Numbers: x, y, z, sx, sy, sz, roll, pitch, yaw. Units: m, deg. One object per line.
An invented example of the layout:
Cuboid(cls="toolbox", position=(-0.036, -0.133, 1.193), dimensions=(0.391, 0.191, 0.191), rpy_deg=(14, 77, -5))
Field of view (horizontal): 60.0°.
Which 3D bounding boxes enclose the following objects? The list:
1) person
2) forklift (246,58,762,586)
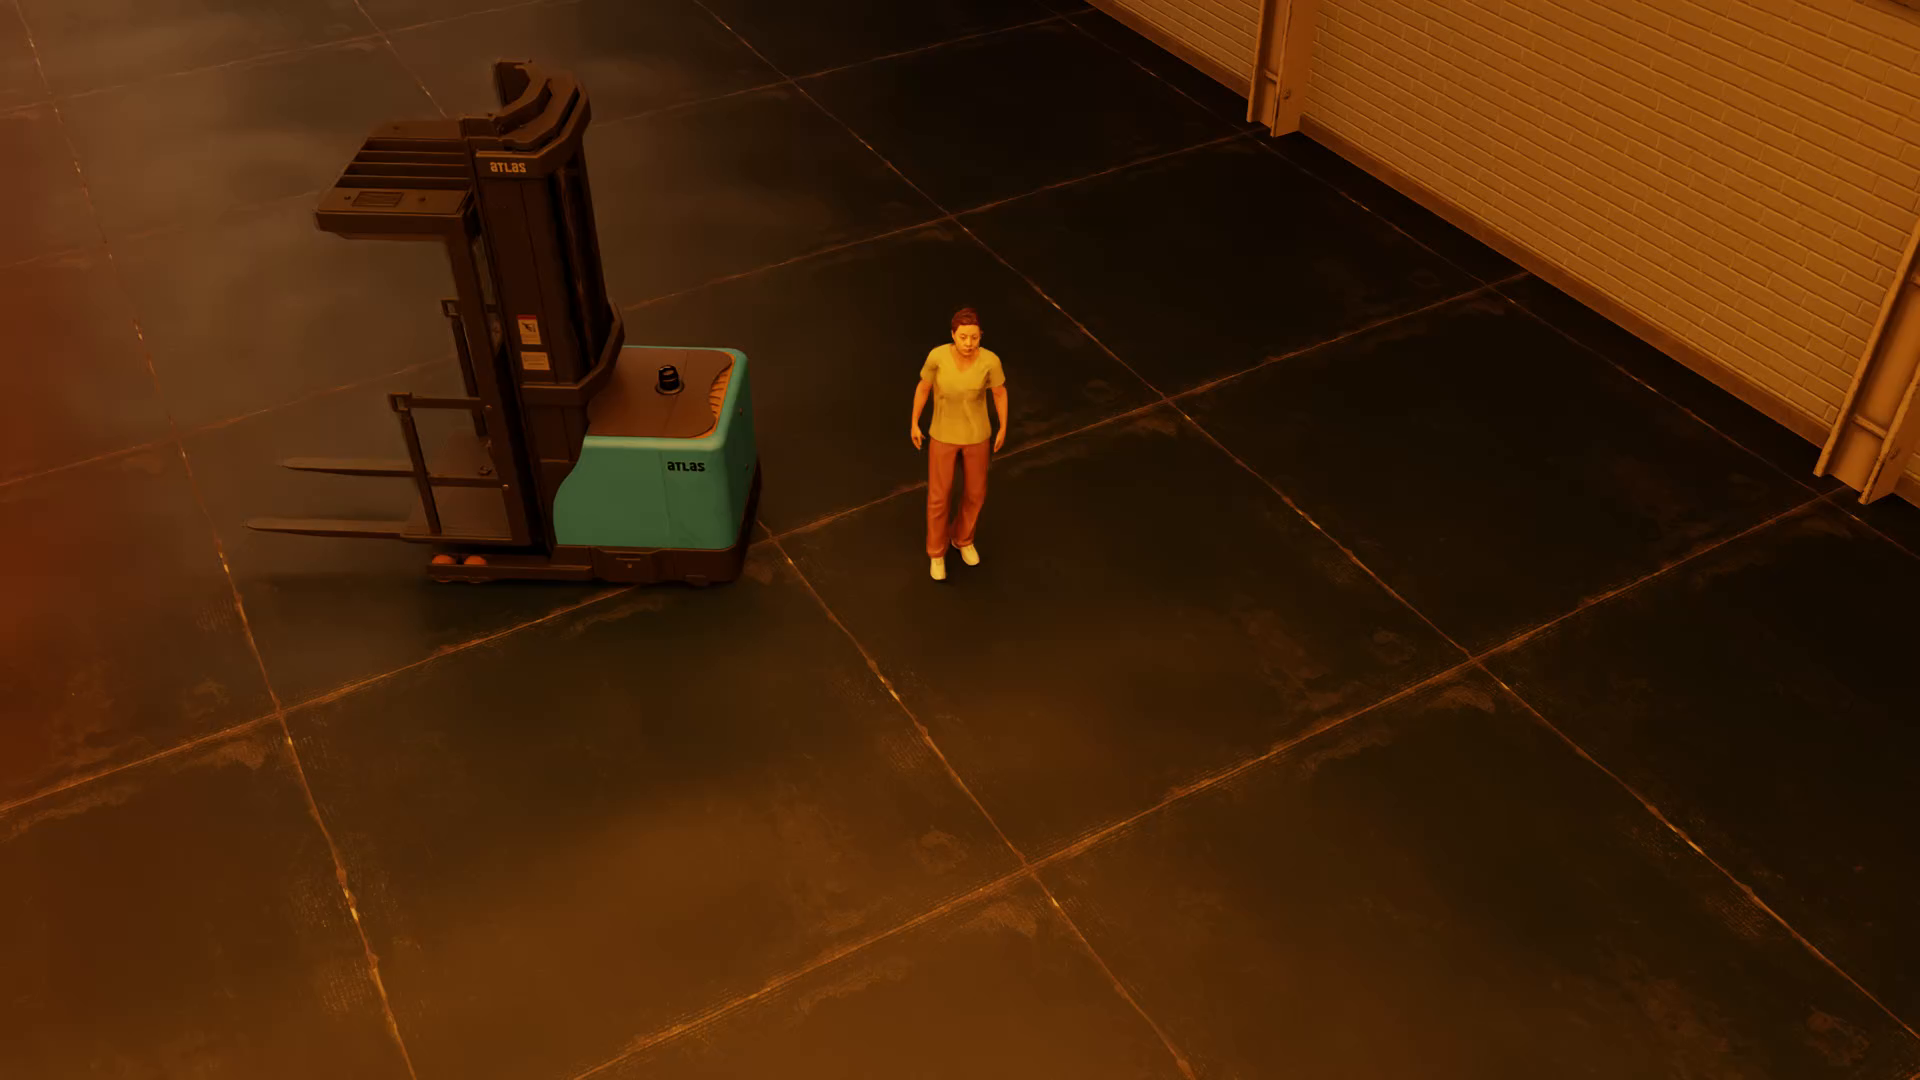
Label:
Cuboid(cls="person", position=(-0.006, -0.558, 9.705), dimensions=(0.565, 1.663, 0.569), rpy_deg=(1, 40, 1))
Cuboid(cls="forklift", position=(-2.802, -1.203, 9.486), dimensions=(3.031, 2.935, 1.130), rpy_deg=(2, 40, 2))
